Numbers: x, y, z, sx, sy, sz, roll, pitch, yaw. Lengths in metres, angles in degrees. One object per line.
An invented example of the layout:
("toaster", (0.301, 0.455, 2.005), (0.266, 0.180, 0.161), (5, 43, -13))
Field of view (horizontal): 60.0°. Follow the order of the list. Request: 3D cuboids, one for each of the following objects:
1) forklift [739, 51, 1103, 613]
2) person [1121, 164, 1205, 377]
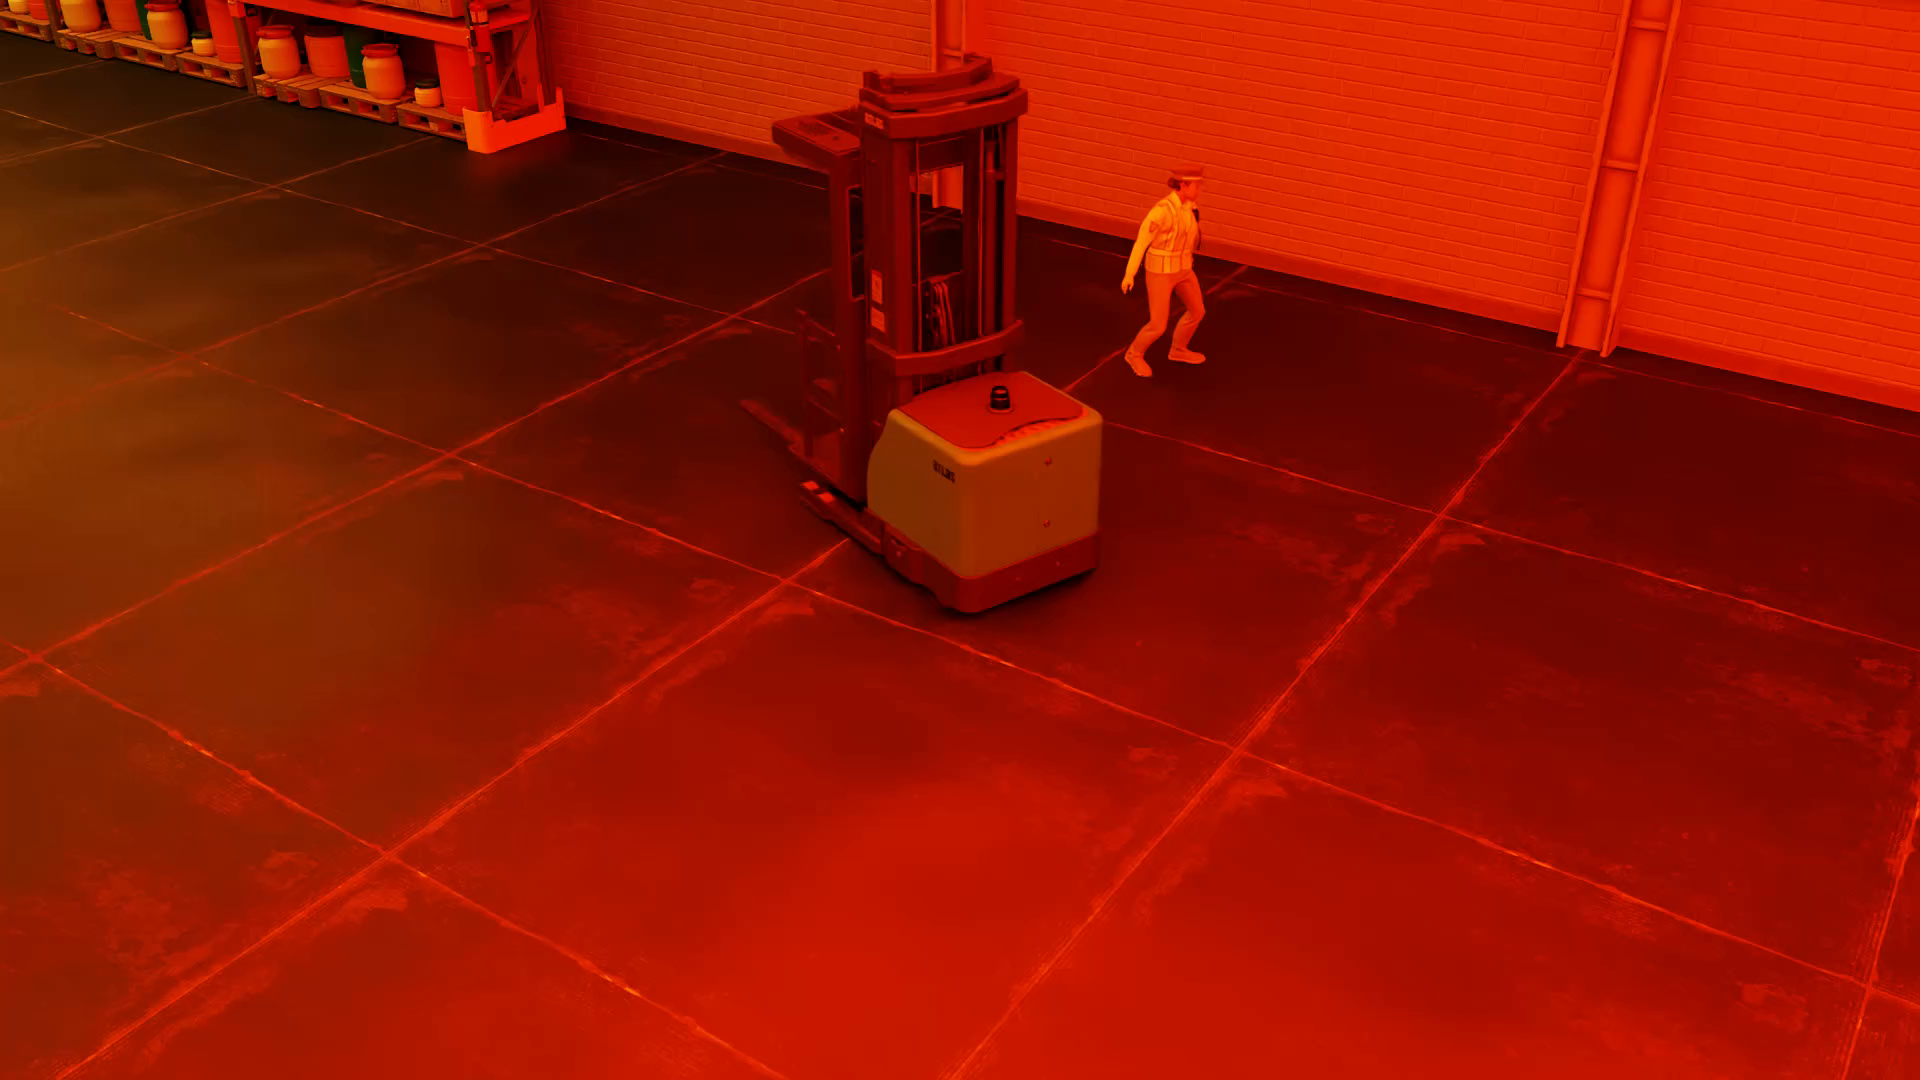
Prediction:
("forklift", (-0.417, -1.531, 10.218), (1.130, 2.935, 3.031), (-20, 35, -30))
("person", (1.516, -2.009, 12.362), (0.793, 1.607, 0.421), (-22, 37, -33))
